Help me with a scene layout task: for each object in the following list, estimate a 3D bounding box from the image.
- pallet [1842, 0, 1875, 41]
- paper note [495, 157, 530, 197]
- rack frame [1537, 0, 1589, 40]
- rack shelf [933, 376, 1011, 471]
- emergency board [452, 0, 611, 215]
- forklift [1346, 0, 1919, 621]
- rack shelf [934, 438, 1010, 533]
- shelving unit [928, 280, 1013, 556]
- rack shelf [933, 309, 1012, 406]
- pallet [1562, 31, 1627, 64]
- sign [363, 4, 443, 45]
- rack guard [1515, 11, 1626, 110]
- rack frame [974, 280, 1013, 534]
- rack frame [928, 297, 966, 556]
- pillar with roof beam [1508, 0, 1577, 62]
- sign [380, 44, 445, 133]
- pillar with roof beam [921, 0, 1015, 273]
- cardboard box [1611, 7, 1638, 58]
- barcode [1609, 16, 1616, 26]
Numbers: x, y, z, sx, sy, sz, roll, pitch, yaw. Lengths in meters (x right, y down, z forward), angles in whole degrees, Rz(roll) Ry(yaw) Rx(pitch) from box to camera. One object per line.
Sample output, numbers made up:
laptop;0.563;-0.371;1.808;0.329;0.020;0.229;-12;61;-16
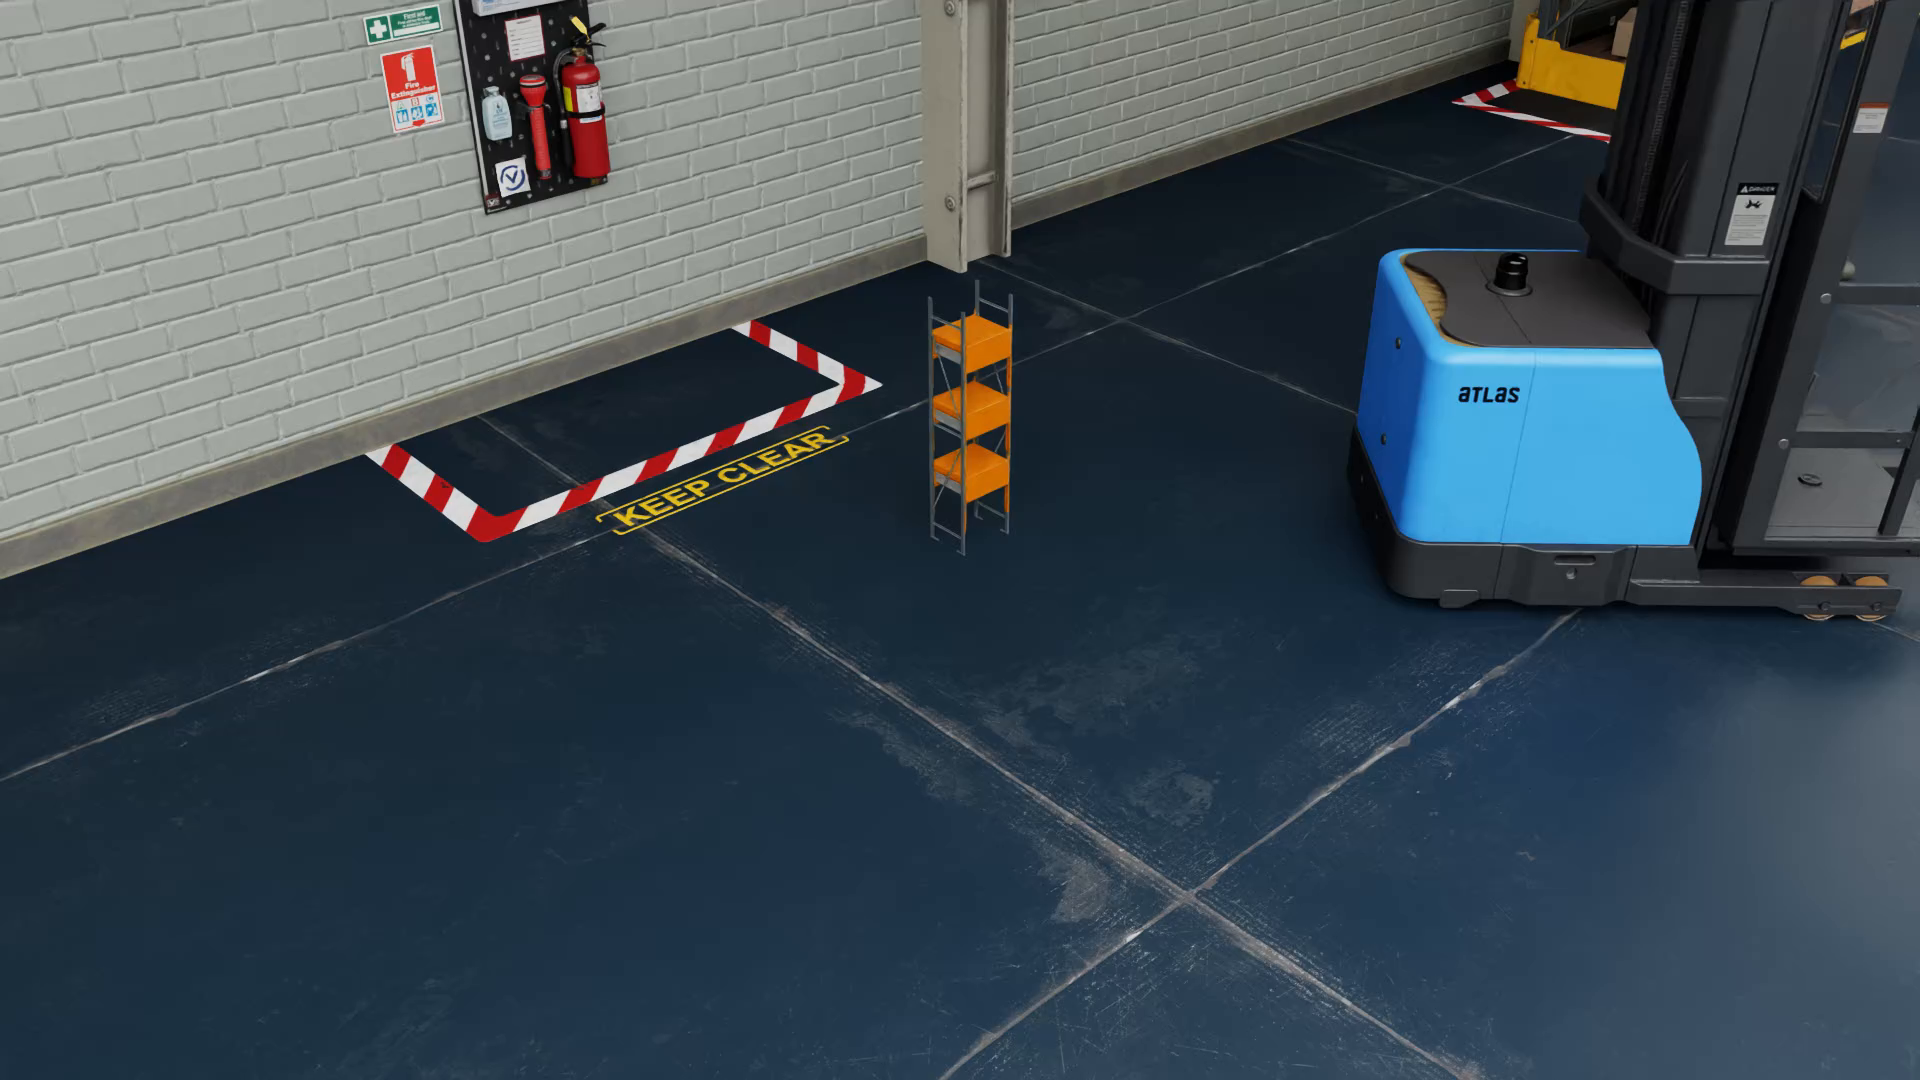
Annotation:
pallet;6.982;-4.402;13.747;1.213;0.211;1.003;-26;40;-35
paper note;-1.972;-1.602;7.338;0.142;0.148;0.016;-26;40;-35
rack frame;4.517;-4.425;11.111;0.127;3.000;1.000;-26;40;-35
rack shelf;0.039;-0.458;6.513;0.240;0.259;0.215;-26;40;-35
emergency board;-1.795;-2.014;7.168;0.643;1.169;0.194;-26;40;-35
forklift;3.147;-1.227;5.948;3.031;2.935;1.130;1;31;1
rack shelf;0.039;-0.221;6.658;0.240;0.259;0.215;-26;40;-35
shelving unit;0.039;-0.467;6.507;0.252;1.050;0.215;-26;40;-35
rack shelf;0.039;-0.700;6.365;0.240;0.259;0.215;-26;40;-35
pallet;5.193;-3.537;12.331;1.213;0.211;1.003;-26;40;-35
sign;-2.262;-2.097;6.761;0.331;0.109;0.001;-26;40;-35
rack guard;4.573;-3.385;11.807;0.348;0.500;1.175;-26;40;-35
rack frame;0.129;-0.510;6.578;0.008;1.050;0.200;-26;40;-35
rack frame;-0.050;-0.424;6.436;0.008;1.050;0.200;-26;40;-35
pillar with roof beam;7.369;-5.917;7.800;0.400;9.000;9.100;-26;40;-35
sign;-2.271;-1.872;6.902;0.234;0.329;0.001;-26;40;-35
pillar with roof beam;2.970;-3.788;4.319;0.400;9.000;9.100;-26;40;-35
cardboard box;5.086;-3.676;12.042;0.500;0.311;0.500;24;39;34
barcode;4.827;-3.840;12.301;0.075;0.075;0.001;-26;40;-35
